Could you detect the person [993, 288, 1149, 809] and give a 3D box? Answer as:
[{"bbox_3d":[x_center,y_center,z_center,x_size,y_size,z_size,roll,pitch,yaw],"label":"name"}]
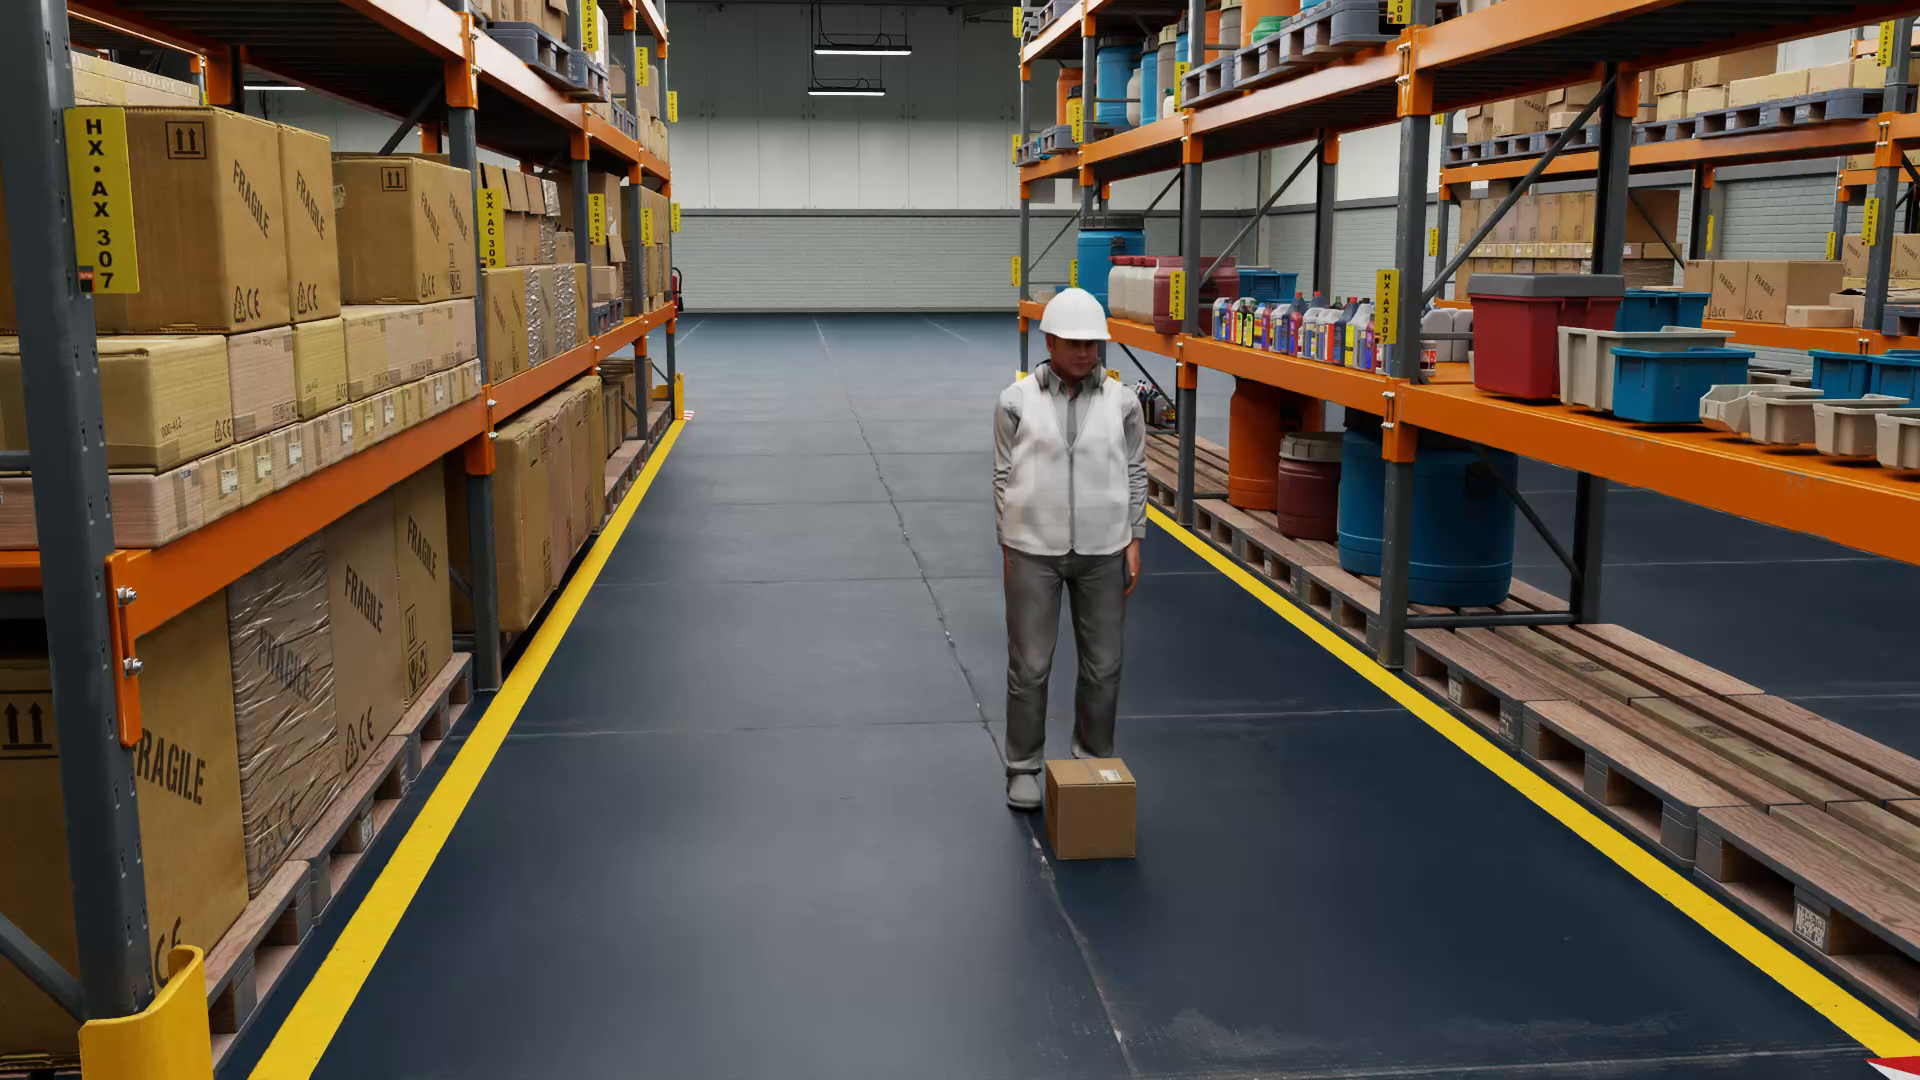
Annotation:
[{"bbox_3d":[0.379,0.032,5.675,0.534,1.765,0.357,-1,10,-5],"label":"person"}]
